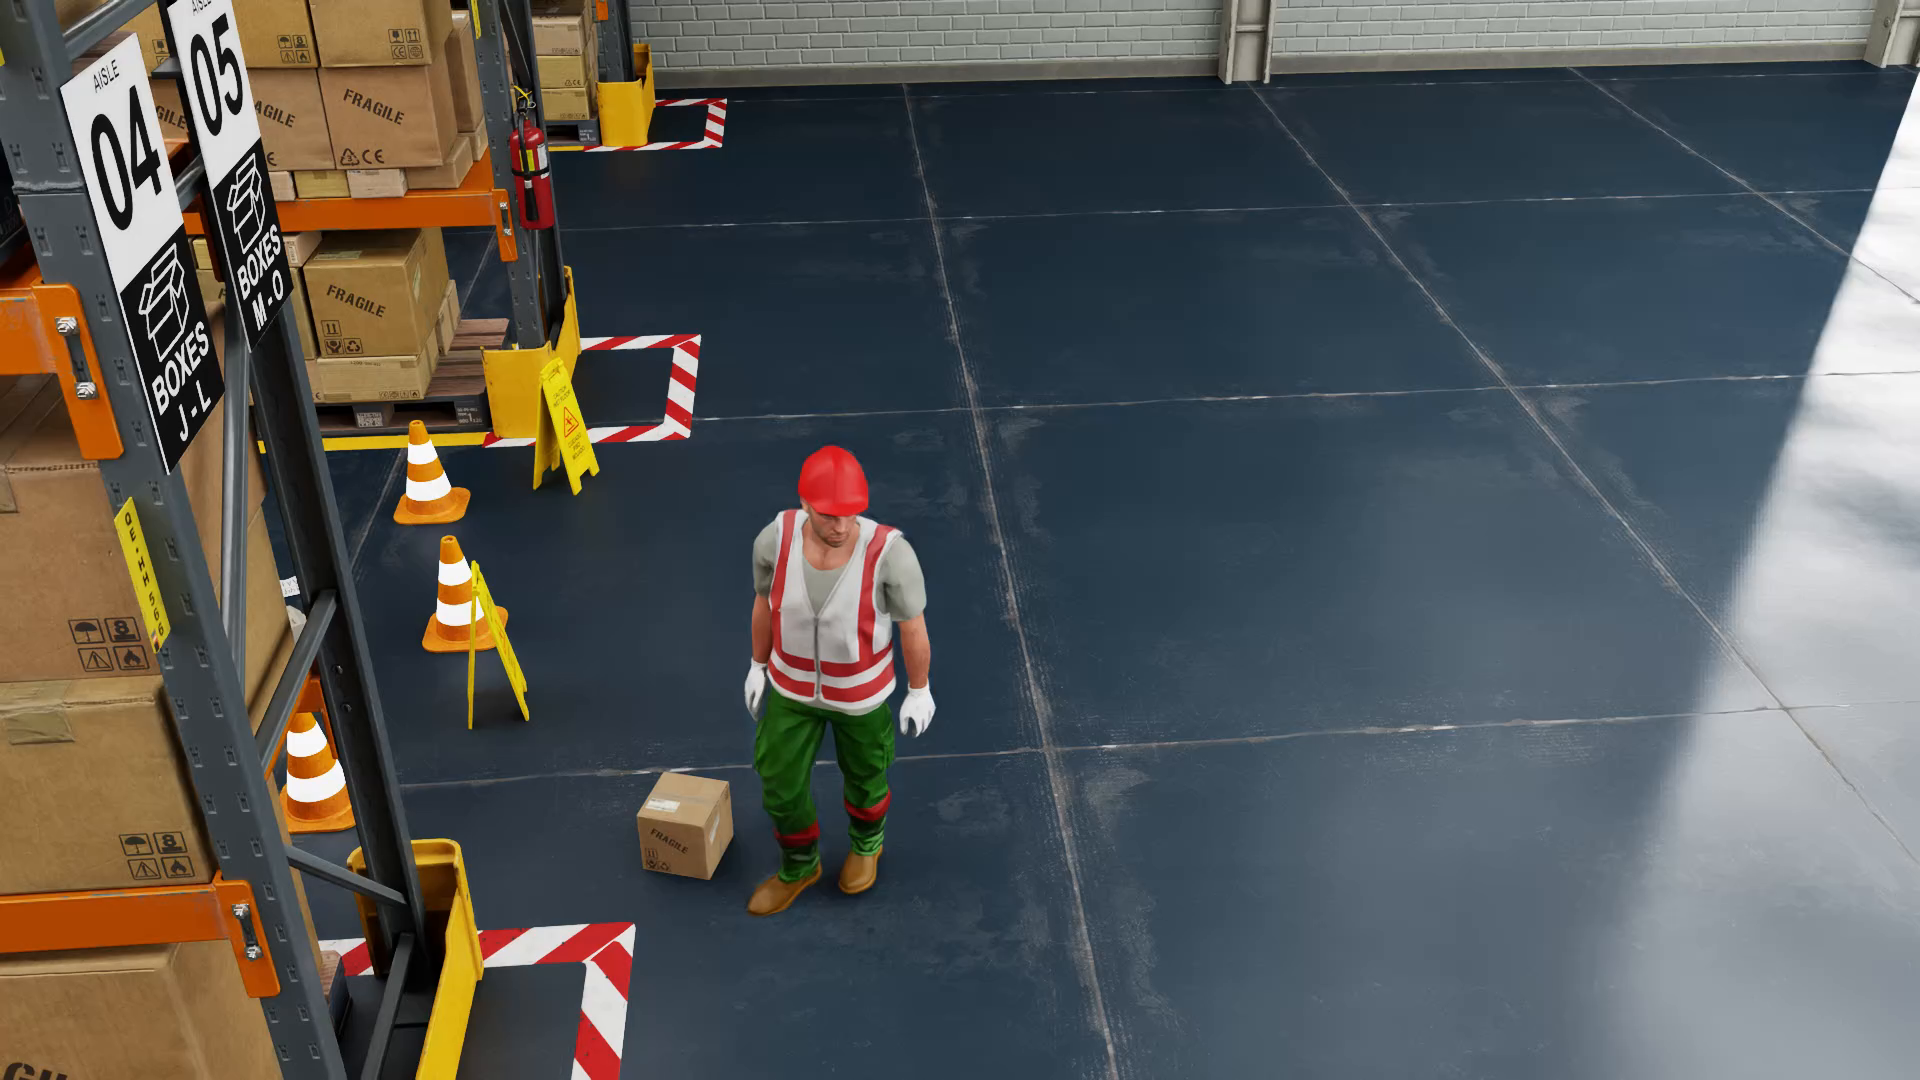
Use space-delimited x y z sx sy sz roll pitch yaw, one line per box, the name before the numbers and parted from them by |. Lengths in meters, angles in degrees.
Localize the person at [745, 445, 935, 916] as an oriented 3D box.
person | -0.397 0.468 5.336 0.628 1.805 0.500 6 31 10
